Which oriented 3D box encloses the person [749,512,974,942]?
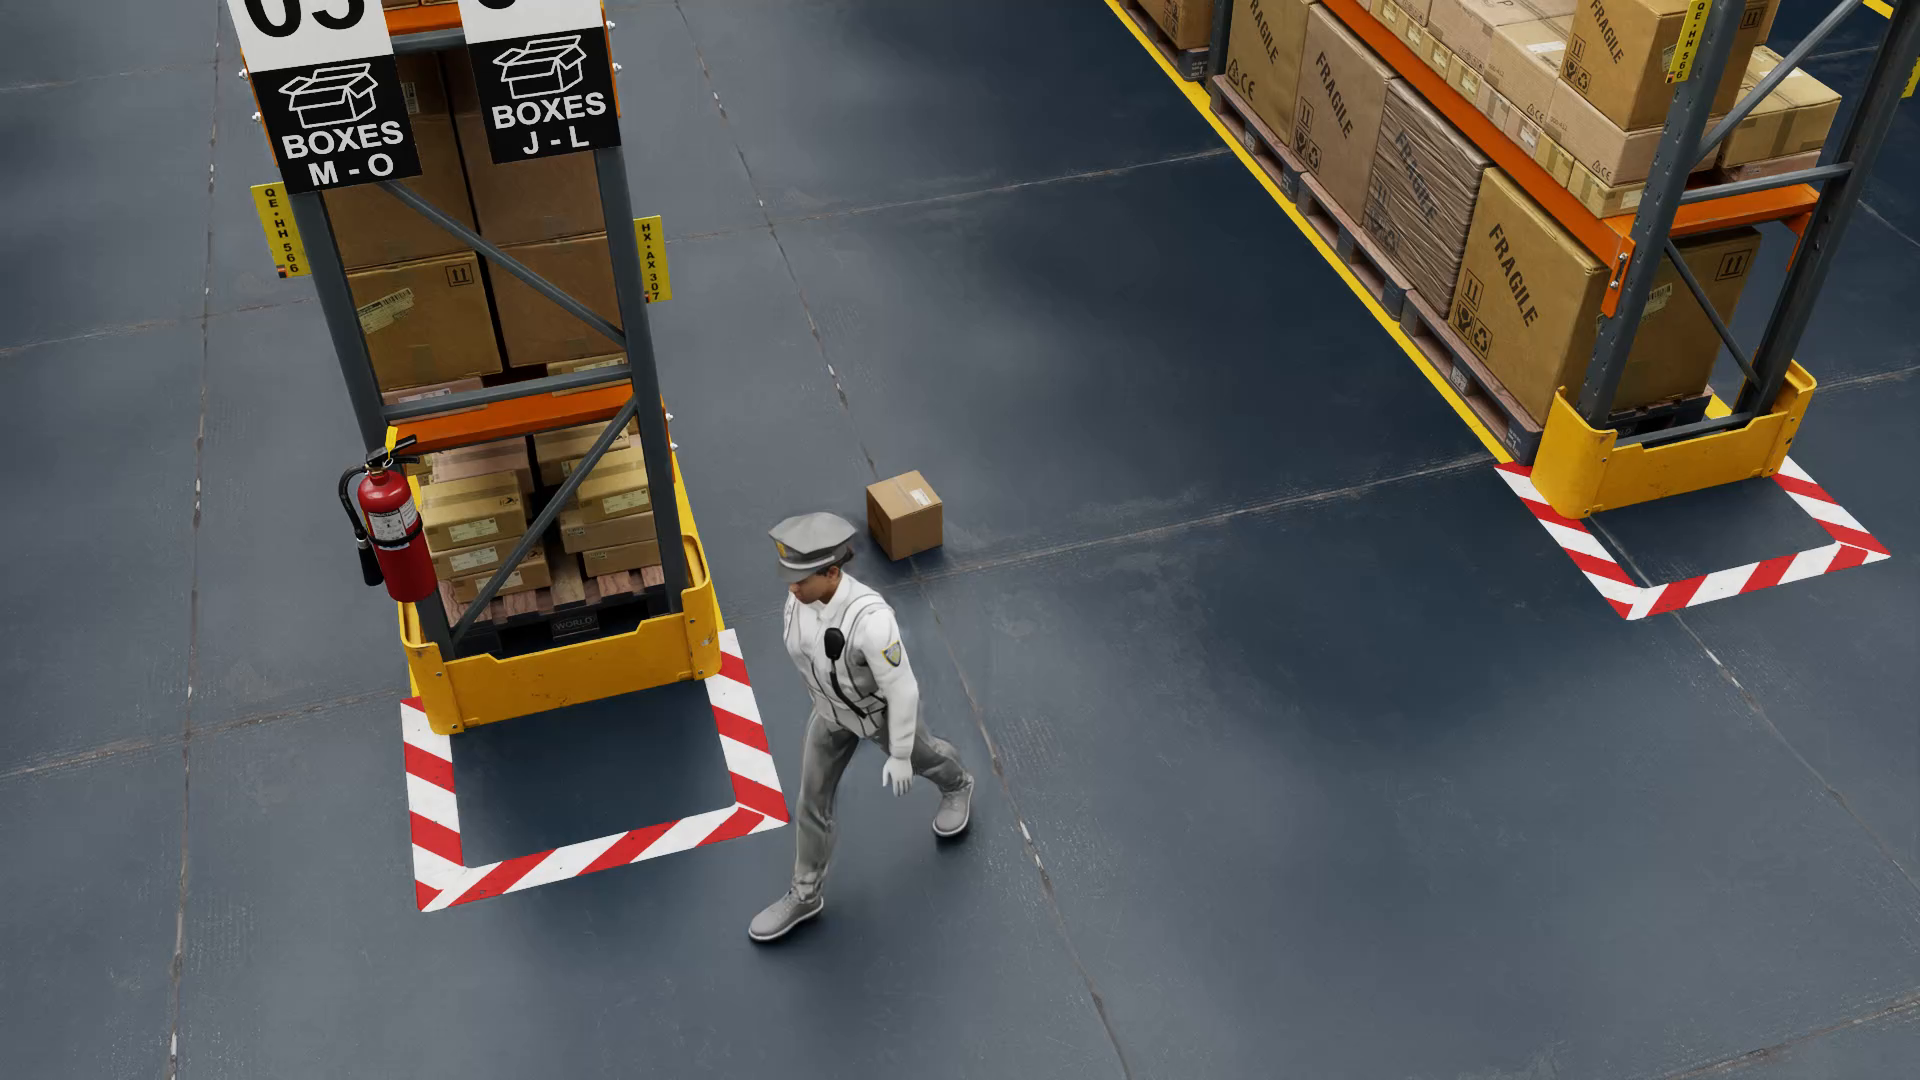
[{"bbox_3d":[-0.336,0.587,5.522,0.548,1.601,0.987,23,47,23],"label":"person"}]
